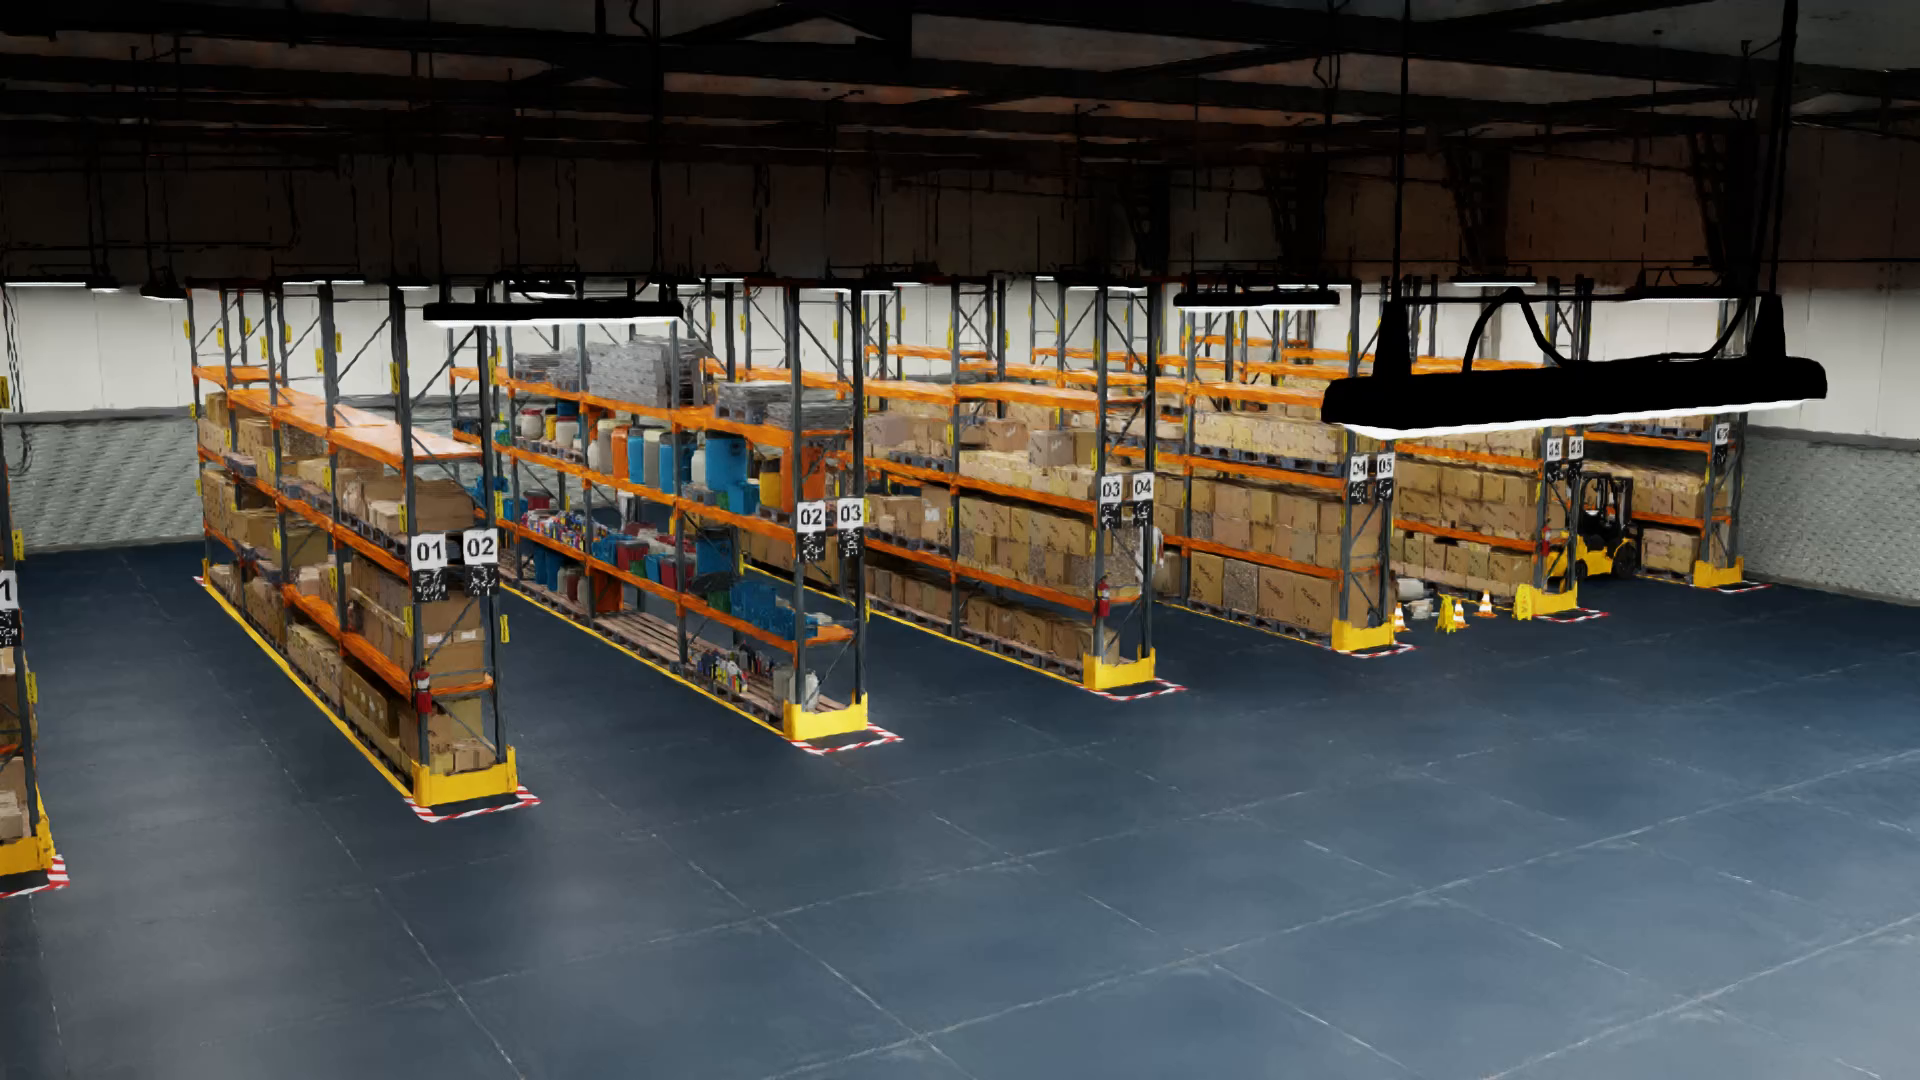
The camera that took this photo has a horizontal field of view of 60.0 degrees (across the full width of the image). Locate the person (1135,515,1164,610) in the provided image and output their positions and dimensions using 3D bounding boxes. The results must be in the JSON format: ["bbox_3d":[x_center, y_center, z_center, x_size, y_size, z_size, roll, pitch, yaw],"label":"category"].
[{"bbox_3d":[3.269,0.337,29.126,0.596,1.724,0.976,-2,10,-12],"label":"person"}]

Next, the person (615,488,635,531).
[{"bbox_3d":[-7.837,-1.075,39.233,0.599,1.728,0.940,-3,10,-16],"label":"person"}]
